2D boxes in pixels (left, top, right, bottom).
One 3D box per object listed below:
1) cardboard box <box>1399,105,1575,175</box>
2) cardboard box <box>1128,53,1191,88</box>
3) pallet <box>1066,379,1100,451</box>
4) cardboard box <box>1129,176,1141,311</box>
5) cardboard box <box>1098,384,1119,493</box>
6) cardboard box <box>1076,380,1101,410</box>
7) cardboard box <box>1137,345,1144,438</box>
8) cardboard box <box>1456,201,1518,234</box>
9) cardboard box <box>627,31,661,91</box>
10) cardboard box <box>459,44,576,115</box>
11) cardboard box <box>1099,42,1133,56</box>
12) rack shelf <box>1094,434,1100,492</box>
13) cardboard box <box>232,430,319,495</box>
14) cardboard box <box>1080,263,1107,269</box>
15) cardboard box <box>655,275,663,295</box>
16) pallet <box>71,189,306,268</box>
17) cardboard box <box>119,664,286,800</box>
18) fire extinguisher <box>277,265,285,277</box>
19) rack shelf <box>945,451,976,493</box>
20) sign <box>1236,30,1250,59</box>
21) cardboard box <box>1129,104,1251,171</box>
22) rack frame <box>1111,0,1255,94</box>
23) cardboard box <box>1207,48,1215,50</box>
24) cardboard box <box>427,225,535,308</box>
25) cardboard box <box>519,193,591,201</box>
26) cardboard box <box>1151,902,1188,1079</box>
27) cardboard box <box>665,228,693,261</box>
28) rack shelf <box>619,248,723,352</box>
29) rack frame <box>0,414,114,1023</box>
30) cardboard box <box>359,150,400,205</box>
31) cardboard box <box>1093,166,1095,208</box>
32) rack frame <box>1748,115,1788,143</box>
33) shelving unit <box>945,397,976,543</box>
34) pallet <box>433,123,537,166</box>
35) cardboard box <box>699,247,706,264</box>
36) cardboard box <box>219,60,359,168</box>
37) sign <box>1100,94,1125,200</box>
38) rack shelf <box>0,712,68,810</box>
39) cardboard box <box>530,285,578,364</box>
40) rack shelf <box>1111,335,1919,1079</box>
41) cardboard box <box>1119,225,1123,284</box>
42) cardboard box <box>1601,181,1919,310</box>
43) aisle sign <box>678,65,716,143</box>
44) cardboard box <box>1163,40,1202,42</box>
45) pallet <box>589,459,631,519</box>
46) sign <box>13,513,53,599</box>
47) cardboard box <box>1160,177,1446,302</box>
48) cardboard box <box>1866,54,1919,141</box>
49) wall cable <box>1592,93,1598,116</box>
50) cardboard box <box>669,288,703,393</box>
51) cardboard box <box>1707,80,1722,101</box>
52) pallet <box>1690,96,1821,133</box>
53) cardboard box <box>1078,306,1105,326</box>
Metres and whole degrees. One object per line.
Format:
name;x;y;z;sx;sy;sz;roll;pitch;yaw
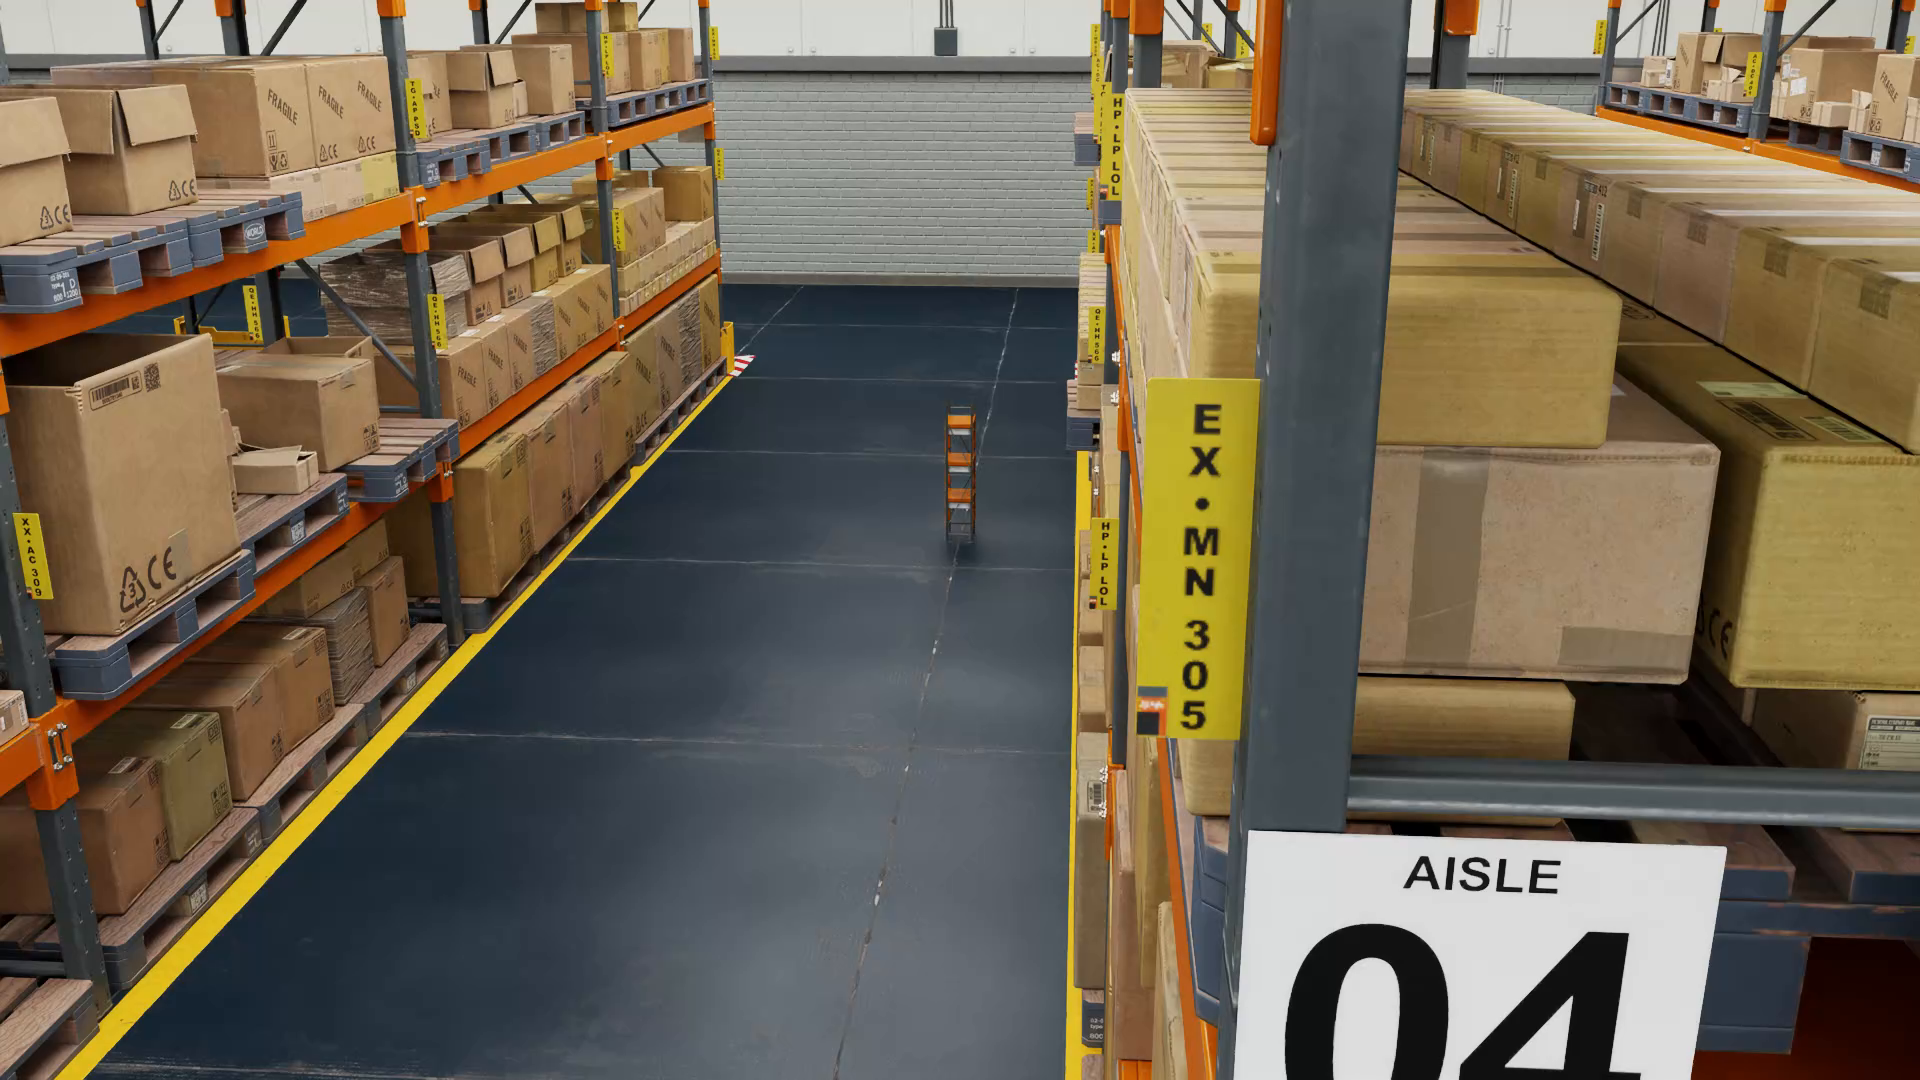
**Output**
cardboard box;1.269;-0.973;4.047;0.380;0.149;0.250;2;18;5
cardboard box;1.089;-2.607;9.354;0.396;0.266;0.258;1;18;4
pallet;1.264;-0.771;10.267;1.213;0.211;1.003;1;18;4
cardboard box;0.648;-0.680;3.791;0.500;0.250;0.500;1;18;3
cardboard box;1.018;-0.553;9.132;0.500;0.500;0.500;1;18;5
cardboard box;0.896;-0.882;10.027;0.380;0.149;0.250;2;18;5
cardboard box;0.542;-0.292;3.247;0.380;0.149;0.250;2;18;5
cardboard box;1.144;-0.511;3.276;0.500;0.250;0.500;1;18;4
cardboard box;-3.116;-4.313;14.957;0.700;0.500;0.500;2;18;6
cardboard box;-3.365;-3.515;12.681;0.700;0.500;0.500;2;18;5
cardboard box;1.496;-4.572;15.539;0.380;0.149;0.250;2;18;5
rack shelf;1.463;-0.918;11.562;1.077;0.370;4.000;1;18;4
cardboard box;-3.471;-0.392;8.345;0.396;0.266;0.258;1;18;2
cardboard box;1.084;-1.965;12.377;0.380;0.149;0.250;1;18;4
cardboard box;-2.909;-2.313;15.067;0.380;0.149;0.250;1;18;3
pallet;-3.686;-1.386;7.320;1.213;0.211;1.003;1;18;4
cardboard box;-3.749;0.929;8.079;0.700;0.500;0.500;0;18;-1
fire extinguisher;-7.523;-3.199;18.090;0.296;0.674;0.183;1;18;4
rack shelf;0.004;-0.505;12.314;0.215;0.259;0.240;1;18;4
sign;2.160;-3.728;12.702;0.100;0.325;0.005;1;18;4
cardboard box;0.614;-0.986;4.086;0.380;0.149;0.250;1;18;3
rack frame;1.319;-3.489;8.620;1.000;3.000;0.127;1;18;4
cardboard box;1.947;-3.990;13.762;0.380;0.149;0.250;1;18;2
cardboard box;-3.461;-1.942;11.762;0.797;0.503;0.637;2;18;6
cardboard box;-3.528;-2.754;14.568;0.500;0.500;0.500;1;18;4
cardboard box;0.758;0.974;2.657;0.875;0.550;0.550;1;18;4
cardboard box;-2.890;-2.863;16.107;0.500;0.250;0.500;1;18;2
rack shelf;-3.190;-2.302;15.787;1.077;0.370;4.000;1;18;4
rack frame;-3.907;0.462;6.197;1.000;3.000;0.127;1;18;4
cardboard box;-3.410;-1.982;9.077;0.500;0.250;0.500;1;18;4
cardboard box;1.506;-3.336;15.542;0.500;0.500;0.500;1;18;3
rack frame;6.551;-1.802;13.104;1.000;3.000;0.127;1;18;4
shelving unit;0.004;-0.516;12.310;0.215;1.050;0.252;1;18;4
pallet;-3.550;-2.665;11.225;1.003;0.211;1.213;2;18;6
cardboard box;-2.780;-2.869;16.764;0.380;0.149;0.250;1;18;4
cardboard box;-3.431;-2.178;8.472;0.500;0.500;0.500;1;18;4
sign;0.491;-1.226;5.194;0.100;0.325;0.005;1;18;4
rack shelf;-4.051;1.425;4.413;1.077;0.370;4.000;1;18;4
cardboard box;-3.168;-1.603;12.338;0.500;0.500;0.500;1;18;3
rack shelf;0.889;0.141;3.512;1.077;0.370;4.000;1;18;4
cardboard box;0.667;-0.844;4.932;0.380;0.149;0.250;1;18;3
cardboard box;1.143;-0.418;2.353;0.380;0.149;0.250;1;18;4
aisle sign;-2.743;-4.516;17.214;0.394;0.787;0.004;1;18;4
cardboard box;2.162;-4.795;16.218;0.380;0.149;0.250;1;18;3
pallet;-3.314;-0.457;13.477;1.003;0.211;1.213;1;18;4
sign;-3.366;0.060;6.032;0.100;0.325;0.005;1;18;4
cardboard box;0.486;-0.436;2.406;0.380;0.149;0.250;2;18;5
cardboard box;6.101;-2.786;10.455;0.500;0.500;0.500;1;18;4
wall cable;8.634;-5.251;21.998;0.588;1.984;0.122;1;18;4
cardboard box;-3.078;-1.972;16.362;0.875;0.875;0.875;1;18;4
cardboard box;6.296;-3.642;13.473;0.380;0.149;0.250;2;18;5
pallet;6.620;-3.439;13.426;1.003;0.211;1.213;1;18;4
cardboard box;0.952;-1.406;10.671;0.380;0.149;0.250;2;18;6
